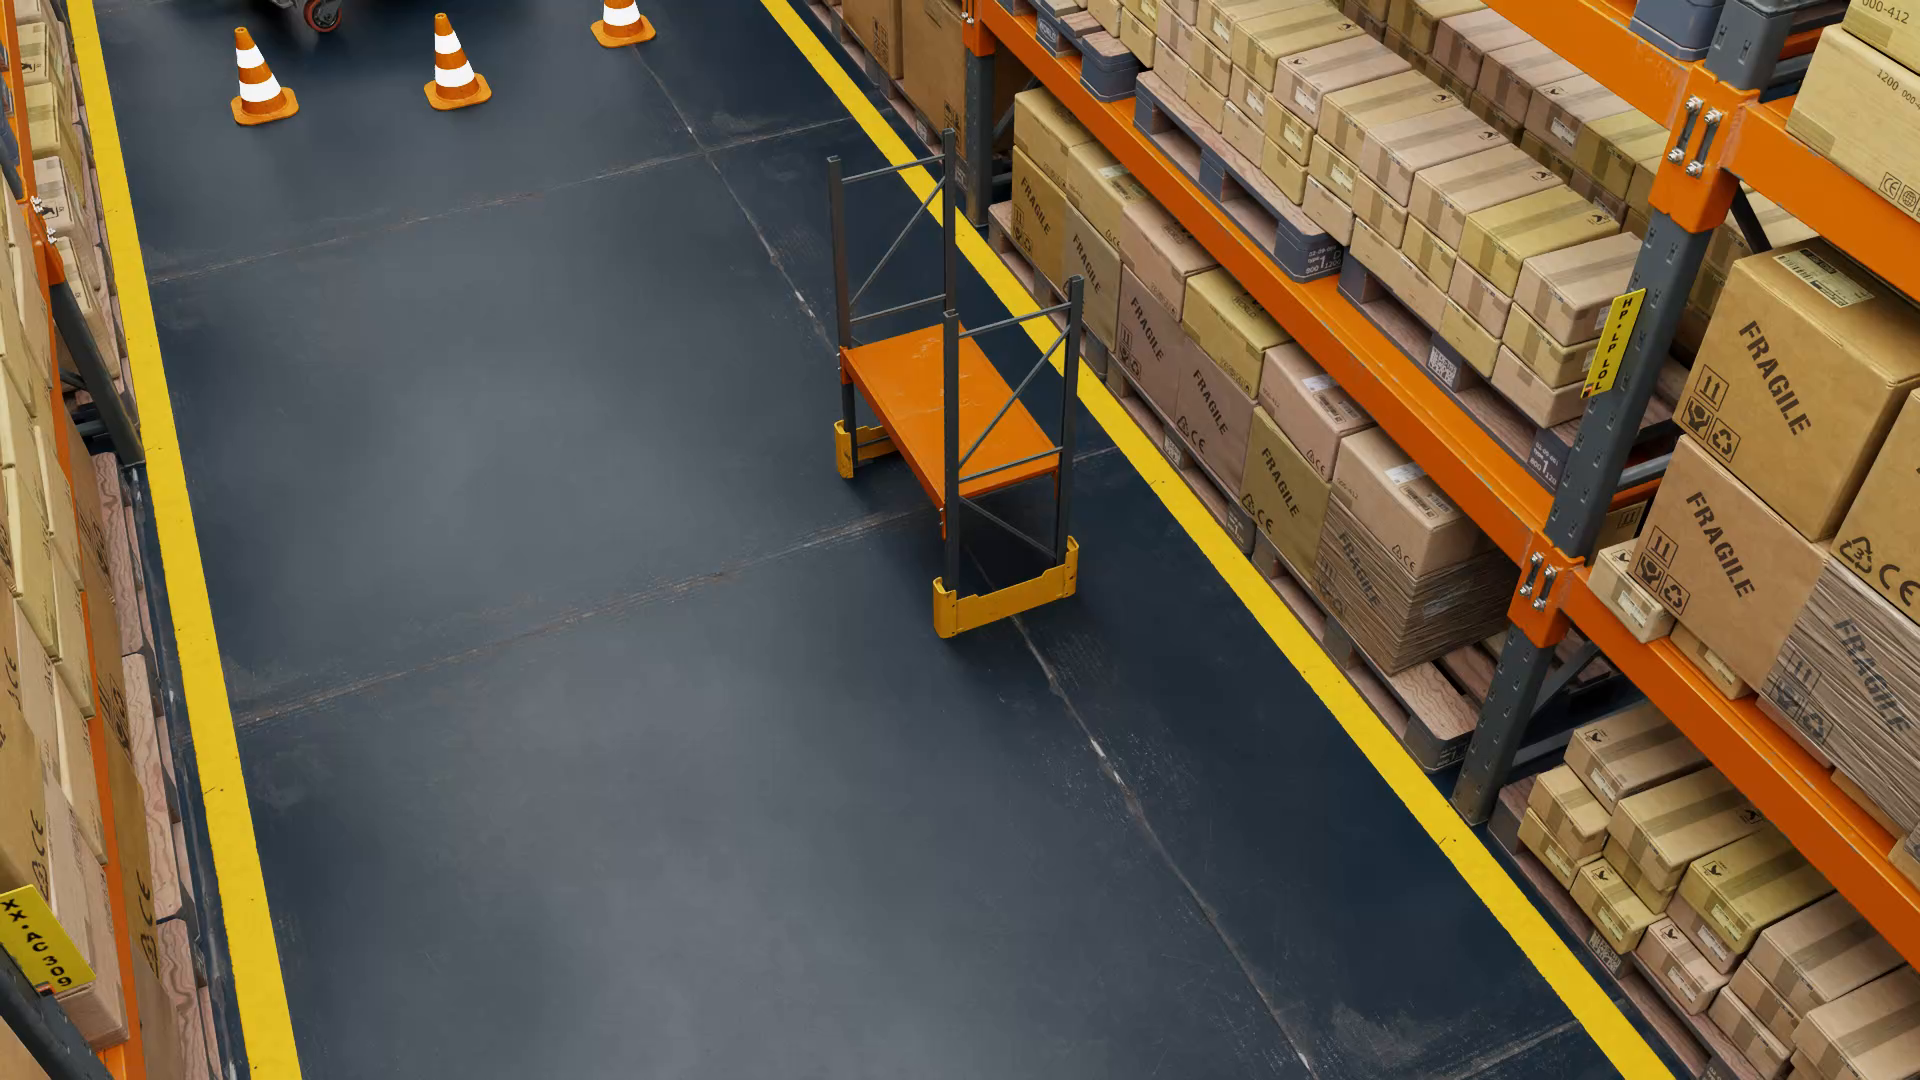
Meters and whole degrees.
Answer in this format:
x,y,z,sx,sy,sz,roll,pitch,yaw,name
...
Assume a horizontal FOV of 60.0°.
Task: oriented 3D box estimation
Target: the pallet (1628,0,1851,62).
x,y,z,sx,sy,sz,roll,pitch,yaw,name
2.027,-1.684,4.319,1.213,0.211,1.003,-18,47,-17,pallet

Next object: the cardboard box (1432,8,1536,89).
x,y,z,sx,sy,sz,roll,pitch,yaw,name
1.897,-1.741,5.835,0.380,0.149,0.250,-16,47,-16,cardboard box

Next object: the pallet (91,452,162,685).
x,y,z,sx,sy,sz,roll,pitch,yaw,name
-3.677,0.236,6.361,1.003,0.211,1.213,-18,47,-17,pallet

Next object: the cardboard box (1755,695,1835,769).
x,y,z,sx,sy,sz,roll,pitch,yaw,name
2.348,0.405,4.383,0.380,0.149,0.250,-20,48,-19,cardboard box

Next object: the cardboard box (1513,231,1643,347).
x,y,z,sx,sy,sz,roll,pitch,yaw,name
1.844,-0.729,4.809,0.380,0.149,0.250,-16,47,-16,cardboard box

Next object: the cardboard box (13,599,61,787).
x,y,z,sx,sy,sz,roll,pitch,yaw,name
-2.432,0.455,3.904,0.500,0.250,0.500,-17,47,-17,cardboard box

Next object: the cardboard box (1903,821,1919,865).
x,y,z,sx,sy,sz,roll,pitch,yaw,name
2.564,0.635,3.688,0.500,0.500,0.500,-19,48,-18,cardboard box

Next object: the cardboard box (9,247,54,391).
x,y,z,sx,sy,sz,roll,pitch,yaw,name
-3.263,-0.661,5.392,0.500,0.250,0.500,-17,47,-17,cardboard box

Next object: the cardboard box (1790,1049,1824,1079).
x,y,z,sx,sy,sz,roll,pitch,yaw,name
2.581,1.461,4.653,0.380,0.149,0.250,-16,47,-16,cardboard box

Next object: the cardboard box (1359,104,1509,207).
x,y,z,sx,sy,sz,roll,pitch,yaw,name
1.513,-1.232,5.319,0.380,0.149,0.250,-18,47,-18,cardboard box

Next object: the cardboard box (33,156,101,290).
x,y,z,sx,sy,sz,roll,pitch,yaw,name
-4.486,-1.326,7.530,0.950,0.372,0.625,-19,48,-18,cardboard box

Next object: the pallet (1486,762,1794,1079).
x,y,z,sx,sy,sz,roll,pitch,yaw,name
2.505,1.152,5.433,1.003,0.211,1.213,-18,47,-17,pallet

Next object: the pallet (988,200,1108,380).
x,y,z,sx,sy,sz,roll,pitch,yaw,name
0.836,-1.317,7.934,1.003,0.211,1.213,-18,47,-17,pallet

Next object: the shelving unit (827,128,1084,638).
x,y,z,sx,sy,sz,roll,pitch,yaw,name
-0.032,-0.582,6.272,0.587,1.500,1.083,-18,47,-17,shelving unit

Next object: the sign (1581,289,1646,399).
x,y,z,sx,sy,sz,roll,pitch,yaw,name
1.688,-0.505,4.301,0.100,0.325,0.005,-18,47,-17,sign

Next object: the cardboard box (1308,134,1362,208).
x,y,z,sx,sy,sz,roll,pitch,yaw,name
1.403,-1.285,5.585,0.380,0.149,0.250,-20,48,-19,cardboard box

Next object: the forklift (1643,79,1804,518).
x,y,z,sx,sy,sz,roll,pitch,yaw,name
3.156,-1.437,6.120,1.130,2.935,3.031,-19,48,-18,forklift

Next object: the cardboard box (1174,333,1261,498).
x,y,z,sx,sy,sz,roll,pitch,yaw,name
1.223,-0.571,6.673,0.500,0.500,0.500,-19,48,-18,cardboard box

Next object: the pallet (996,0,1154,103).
x,y,z,sx,sy,sz,roll,pitch,yaw,name
0.905,-2.317,7.099,1.213,0.211,1.003,-18,47,-17,pallet

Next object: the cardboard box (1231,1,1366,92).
x,y,z,sx,sy,sz,roll,pitch,yaw,name
1.183,-1.731,5.825,0.380,0.149,0.250,-19,48,-18,cardboard box

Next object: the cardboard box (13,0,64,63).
x,y,z,sx,sy,sz,roll,pitch,yaw,name
-5.399,-2.711,8.934,0.950,0.372,0.625,-17,47,-17,cardboard box

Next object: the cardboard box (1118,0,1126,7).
x,y,z,sx,sy,sz,roll,pitch,yaw,name
0.761,-2.265,6.578,0.380,0.149,0.250,-19,48,-19,cardboard box

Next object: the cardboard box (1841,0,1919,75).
x,y,z,sx,sy,sz,roll,pitch,yaw,name
2.175,-1.073,3.317,0.500,0.250,0.500,-17,47,-16,cardboard box

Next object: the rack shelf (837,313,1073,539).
x,y,z,sx,sy,sz,roll,pitch,yaw,name
-0.036,-0.460,6.405,0.538,0.185,1.000,-18,47,-17,rack shelf

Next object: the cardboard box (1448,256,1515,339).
x,y,z,sx,sy,sz,roll,pitch,yaw,name
1.732,-0.787,5.080,0.380,0.149,0.250,-18,47,-17,cardboard box

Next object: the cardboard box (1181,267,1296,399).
x,y,z,sx,sy,sz,roll,pitch,yaw,name
1.209,-0.849,6.422,0.500,0.250,0.500,-20,48,-19,cardboard box

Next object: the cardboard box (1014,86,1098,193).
x,y,z,sx,sy,sz,roll,pitch,yaw,name
0.579,-1.823,7.409,0.500,0.250,0.500,-20,48,-19,cardboard box

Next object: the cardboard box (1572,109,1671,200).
x,y,z,sx,sy,sz,roll,pitch,yaw,name
2.214,-1.257,5.345,0.380,0.149,0.250,-18,47,-17,cardboard box

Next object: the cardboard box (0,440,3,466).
x,y,z,sx,sy,sz,roll,pitch,yaw,name
-2.853,-0.453,4.290,0.500,0.500,0.500,-19,48,-18,cardboard box

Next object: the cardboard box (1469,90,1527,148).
x,y,z,sx,sy,sz,roll,pitch,yaw,name
1.997,-1.477,5.779,0.380,0.149,0.250,-16,47,-16,cardboard box

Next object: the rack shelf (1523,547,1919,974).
x,y,z,sx,sy,sz,roll,pitch,yaw,name
3.031,1.272,3.837,1.077,0.370,4.000,-18,47,-17,rack shelf

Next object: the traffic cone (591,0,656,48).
x,y,z,sx,sy,sz,roll,pitch,yaw,name
-1.980,-3.153,9.616,0.336,0.463,0.334,-18,47,-17,traffic cone

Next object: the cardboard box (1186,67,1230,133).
x,y,z,sx,sy,sz,roll,pitch,yaw,name
1.073,-1.679,6.195,0.380,0.149,0.250,-17,47,-17,cardboard box

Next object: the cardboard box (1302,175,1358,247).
x,y,z,sx,sy,sz,roll,pitch,yaw,name
1.404,-1.173,5.683,0.380,0.149,0.250,-20,48,-19,cardboard box

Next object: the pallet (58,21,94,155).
x,y,z,sx,sy,sz,roll,pitch,yaw,name
-5.293,-2.342,8.973,1.003,0.211,1.213,-18,47,-17,pallet

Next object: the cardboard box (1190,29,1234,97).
x,y,z,sx,sy,sz,roll,pitch,yaw,name
1.072,-1.786,6.093,0.380,0.149,0.250,-18,48,-18,cardboard box

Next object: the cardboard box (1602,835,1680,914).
x,y,z,sx,sy,sz,roll,pitch,yaw,name
2.240,0.961,5.159,0.380,0.149,0.250,-18,47,-17,cardboard box

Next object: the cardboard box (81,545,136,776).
x,y,z,sx,sy,sz,roll,pitch,yaw,name
-3.354,0.360,5.463,0.875,0.875,0.875,-17,47,-17,cardboard box

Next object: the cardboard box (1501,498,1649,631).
x,y,z,sx,sy,sz,roll,pitch,yaw,name
2.120,-0.068,6.164,0.500,0.500,0.500,-16,47,-16,cardboard box

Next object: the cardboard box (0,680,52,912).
x,y,z,sx,sy,sz,roll,pitch,yaw,name
-2.183,0.511,3.314,0.500,0.500,0.500,-18,47,-17,cardboard box

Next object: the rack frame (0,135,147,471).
x,y,z,sx,sy,sz,roll,pitch,yaw,name
-3.940,-1.281,5.913,1.000,3.000,0.127,-18,47,-17,rack frame

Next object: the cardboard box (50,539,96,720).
x,y,z,sx,sy,sz,roll,pitch,yaw,name
-2.624,0.302,4.415,0.500,0.250,0.500,-18,48,-18,cardboard box

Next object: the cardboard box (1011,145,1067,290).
x,y,z,sx,sy,sz,roll,pitch,yaw,name
0.574,-1.541,7.657,0.500,0.500,0.500,-20,48,-19,cardboard box

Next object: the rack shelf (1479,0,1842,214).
x,y,z,sx,sy,sz,roll,pitch,yaw,name
1.349,-2.345,5.367,1.077,0.370,4.000,-18,47,-17,rack shelf

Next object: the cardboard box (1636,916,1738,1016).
x,y,z,sx,sy,sz,roll,pitch,yaw,name
2.316,1.246,5.082,0.380,0.149,0.250,-18,47,-18,cardboard box

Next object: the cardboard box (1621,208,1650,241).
x,y,z,sx,sy,sz,roll,pitch,yaw,name
2.331,-0.976,5.272,0.380,0.149,0.250,-19,48,-18,cardboard box

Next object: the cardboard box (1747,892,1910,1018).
x,y,z,sx,sy,sz,roll,pitch,yaw,name
2.491,1.175,4.731,0.380,0.149,0.250,-19,48,-18,cardboard box

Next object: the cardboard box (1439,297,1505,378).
x,y,z,sx,sy,sz,roll,pitch,yaw,name
1.734,-0.679,5.182,0.380,0.149,0.250,-18,47,-17,cardboard box

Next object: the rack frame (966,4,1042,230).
x,y,z,sx,sy,sz,roll,pitch,yaw,name
0.508,-2.808,7.460,1.000,3.000,0.127,-18,47,-17,rack frame

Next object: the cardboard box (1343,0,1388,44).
x,y,z,sx,sy,sz,roll,pitch,yaw,name
1.674,-1.972,6.281,0.380,0.149,0.250,-17,47,-16,cardboard box

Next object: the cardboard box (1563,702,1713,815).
x,y,z,sx,sy,sz,roll,pitch,yaw,name
2.147,0.676,5.237,0.380,0.149,0.250,-16,47,-16,cardboard box

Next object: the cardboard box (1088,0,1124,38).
x,y,z,sx,sy,sz,roll,pitch,yaw,name
0.740,-2.180,6.704,0.380,0.149,0.250,-16,47,-15,cardboard box

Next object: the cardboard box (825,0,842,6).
x,y,z,sx,sy,sz,roll,pitch,yaw,name
-0.429,-3.720,9.688,1.050,0.750,0.750,-18,47,-17,cardboard box

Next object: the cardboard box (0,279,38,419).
x,y,z,sx,sy,sz,roll,pitch,yaw,name
-3.053,-0.526,4.899,0.500,0.250,0.500,-19,48,-18,cardboard box

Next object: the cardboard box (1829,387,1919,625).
x,y,z,sx,sy,sz,roll,pitch,yaw,name
2.391,-0.071,3.691,0.500,0.500,0.500,-19,48,-19,cardboard box
